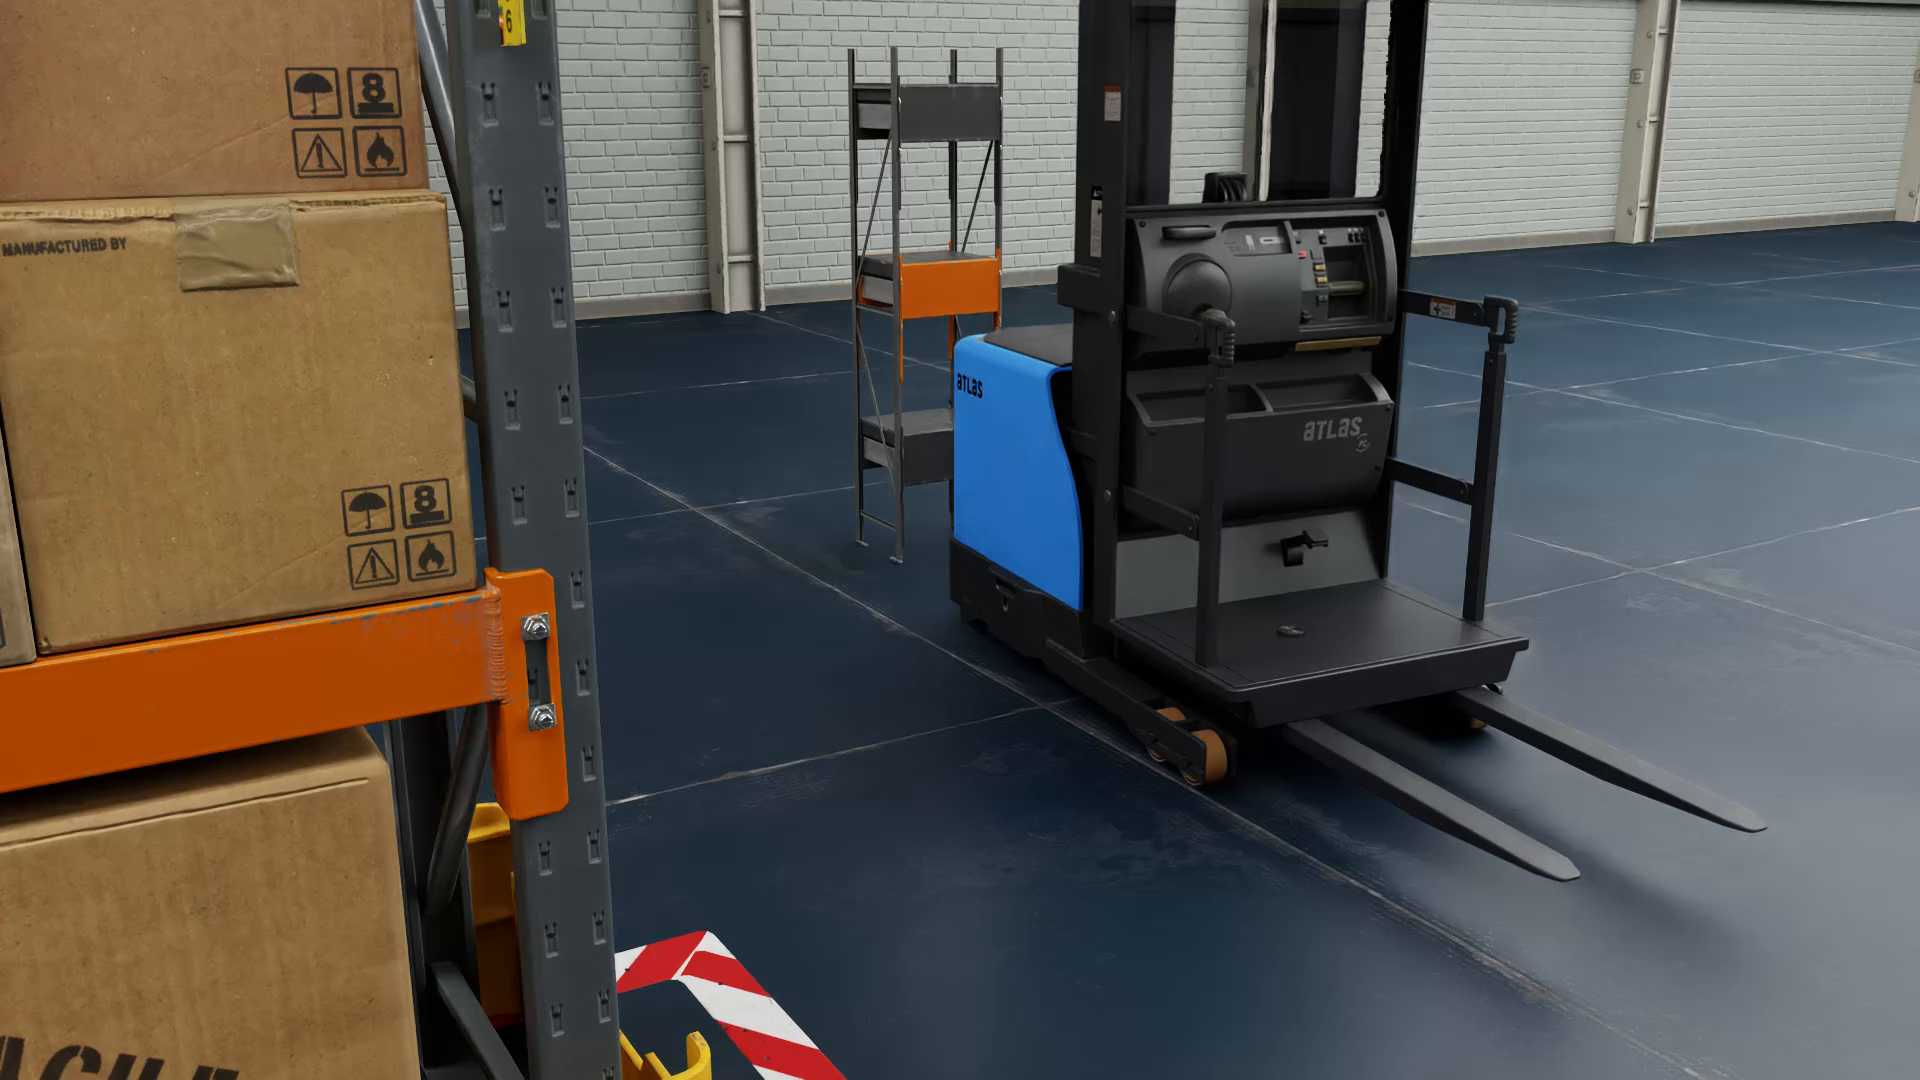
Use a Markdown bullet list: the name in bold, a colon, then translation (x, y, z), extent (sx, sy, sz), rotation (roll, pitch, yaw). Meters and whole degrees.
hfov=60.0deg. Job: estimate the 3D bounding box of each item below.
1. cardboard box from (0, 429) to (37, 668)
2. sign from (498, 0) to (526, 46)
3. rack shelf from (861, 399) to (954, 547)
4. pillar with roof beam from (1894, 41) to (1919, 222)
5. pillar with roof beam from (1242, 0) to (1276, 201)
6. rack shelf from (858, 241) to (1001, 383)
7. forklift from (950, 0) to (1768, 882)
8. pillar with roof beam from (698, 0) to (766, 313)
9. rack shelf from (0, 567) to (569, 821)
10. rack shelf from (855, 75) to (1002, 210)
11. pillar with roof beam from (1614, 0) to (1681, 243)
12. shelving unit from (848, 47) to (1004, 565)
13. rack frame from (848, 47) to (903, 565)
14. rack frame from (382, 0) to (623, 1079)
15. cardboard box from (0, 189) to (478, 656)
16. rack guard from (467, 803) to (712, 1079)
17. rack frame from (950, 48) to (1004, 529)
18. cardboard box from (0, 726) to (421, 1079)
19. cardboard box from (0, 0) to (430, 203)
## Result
- **cardboard box**: translation (-1.596, -0.174, 2.196), extent (0.550, 0.550, 0.875), rotation (-9, 18, -30)
- **sign**: translation (-0.573, -0.790, 2.086), extent (0.005, 0.325, 0.100), rotation (-9, 18, -30)
- **rack shelf**: translation (-0.142, -0.301, 7.237), extent (0.480, 0.518, 0.431), rotation (-9, 18, -30)
- **pillar with roof beam**: translation (15.693, -7.865, 18.796), extent (0.400, 9.000, 9.100), rotation (-9, 18, -30)
- **pillar with roof beam**: translation (5.406, -6.197, 12.846), extent (0.400, 9.000, 9.100), rotation (-9, 18, -30)
- **rack shelf**: translation (-0.142, -0.975, 7.048), extent (0.480, 0.518, 0.431), rotation (-9, 18, -30)
- **forklift**: translation (1.041, -0.826, 4.926), extent (1.130, 2.935, 3.031), rotation (-7, 17, -24)
- **pillar with roof beam**: translation (0.263, -5.363, 9.870), extent (0.400, 9.000, 9.100), rotation (-9, 18, -30)
- **rack shelf**: translation (-2.555, 0.379, 1.834), extent (4.000, 0.370, 1.077), rotation (-9, 18, -30)
- **rack shelf**: translation (-0.142, -1.649, 6.859), extent (0.480, 0.518, 0.431), rotation (-9, 18, -30)
- **pillar with roof beam**: translation (10.549, -7.031, 15.821), extent (0.400, 9.000, 9.100), rotation (-9, 18, -30)
- **shelving unit**: translation (-0.142, -0.988, 7.044), extent (0.503, 2.100, 0.431), rotation (-9, 18, -30)
- **rack frame**: translation (-0.351, -0.954, 6.923), extent (0.015, 2.100, 0.400), rotation (-9, 18, -30)
- **rack frame**: translation (-0.841, -0.246, 2.729), extent (0.127, 3.000, 1.000), rotation (-9, 18, -30)
- **cardboard box**: translation (-1.135, -0.256, 2.487), extent (0.550, 0.550, 0.875), rotation (-9, 18, -30)
- **rack guard**: translation (-0.820, 0.955, 3.078), extent (0.348, 0.500, 1.175), rotation (-9, 18, -30)
- **rack frame**: translation (0.067, -1.022, 7.165), extent (0.015, 2.100, 0.400), rotation (-9, 18, -30)
- **cardboard box**: translation (-1.388, 0.685, 2.568), extent (0.875, 0.875, 0.875), rotation (-9, 18, -29)
- **cardboard box**: translation (-1.179, -0.795, 2.411), extent (0.550, 0.550, 0.875), rotation (-9, 18, -30)
